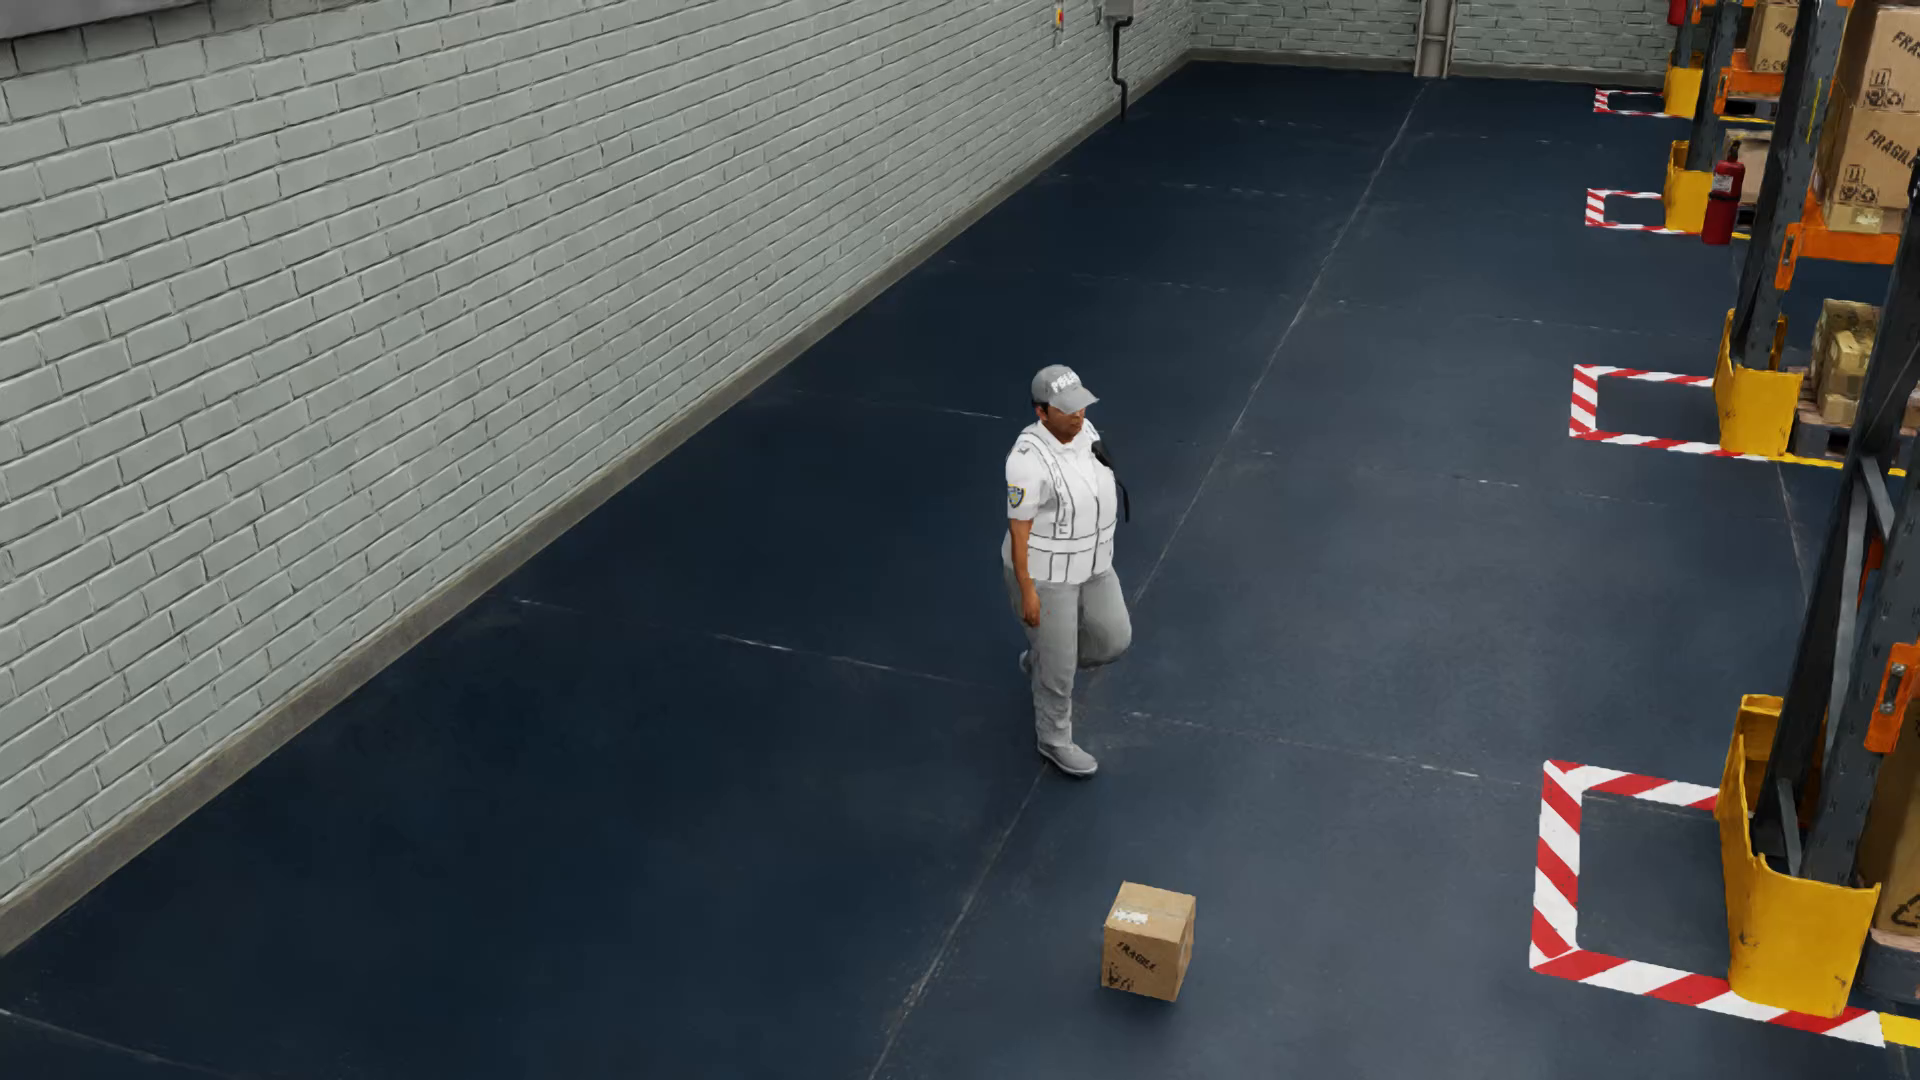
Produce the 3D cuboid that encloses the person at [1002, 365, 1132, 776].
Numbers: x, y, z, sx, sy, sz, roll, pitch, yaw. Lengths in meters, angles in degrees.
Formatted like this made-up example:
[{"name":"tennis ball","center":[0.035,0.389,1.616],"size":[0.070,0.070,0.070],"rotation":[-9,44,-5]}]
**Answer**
[{"name":"person","center":[0.366,0.092,6.375],"size":[0.540,1.650,0.527],"rotation":[23,34,39]}]
